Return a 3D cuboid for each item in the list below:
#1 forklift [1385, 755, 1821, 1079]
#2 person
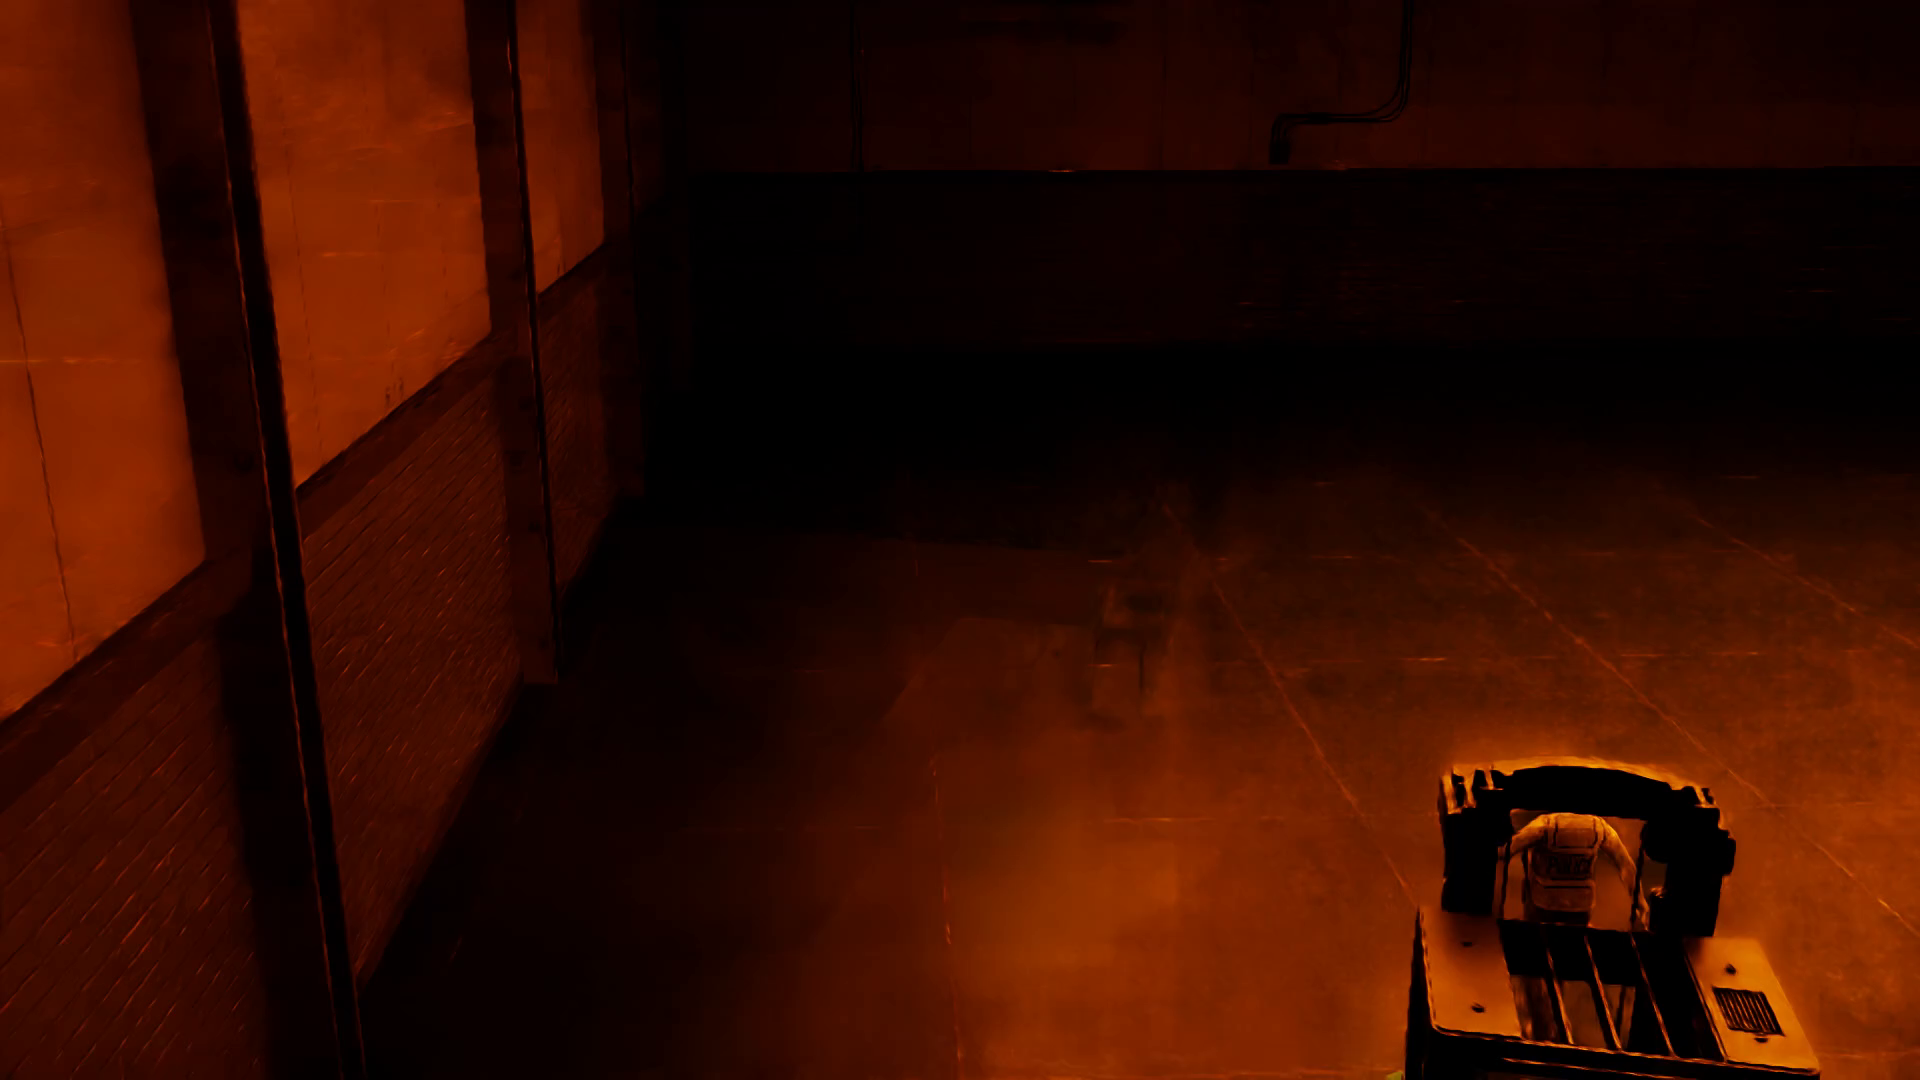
[{"bbox_3d":[-0.104,-1.207,2.853,1.130,2.935,3.031,3,17,11],"label":"forklift"},{"bbox_3d":[1.130,-1.588,6.374,0.919,1.672,0.658,-1,17,-2],"label":"person"}]
